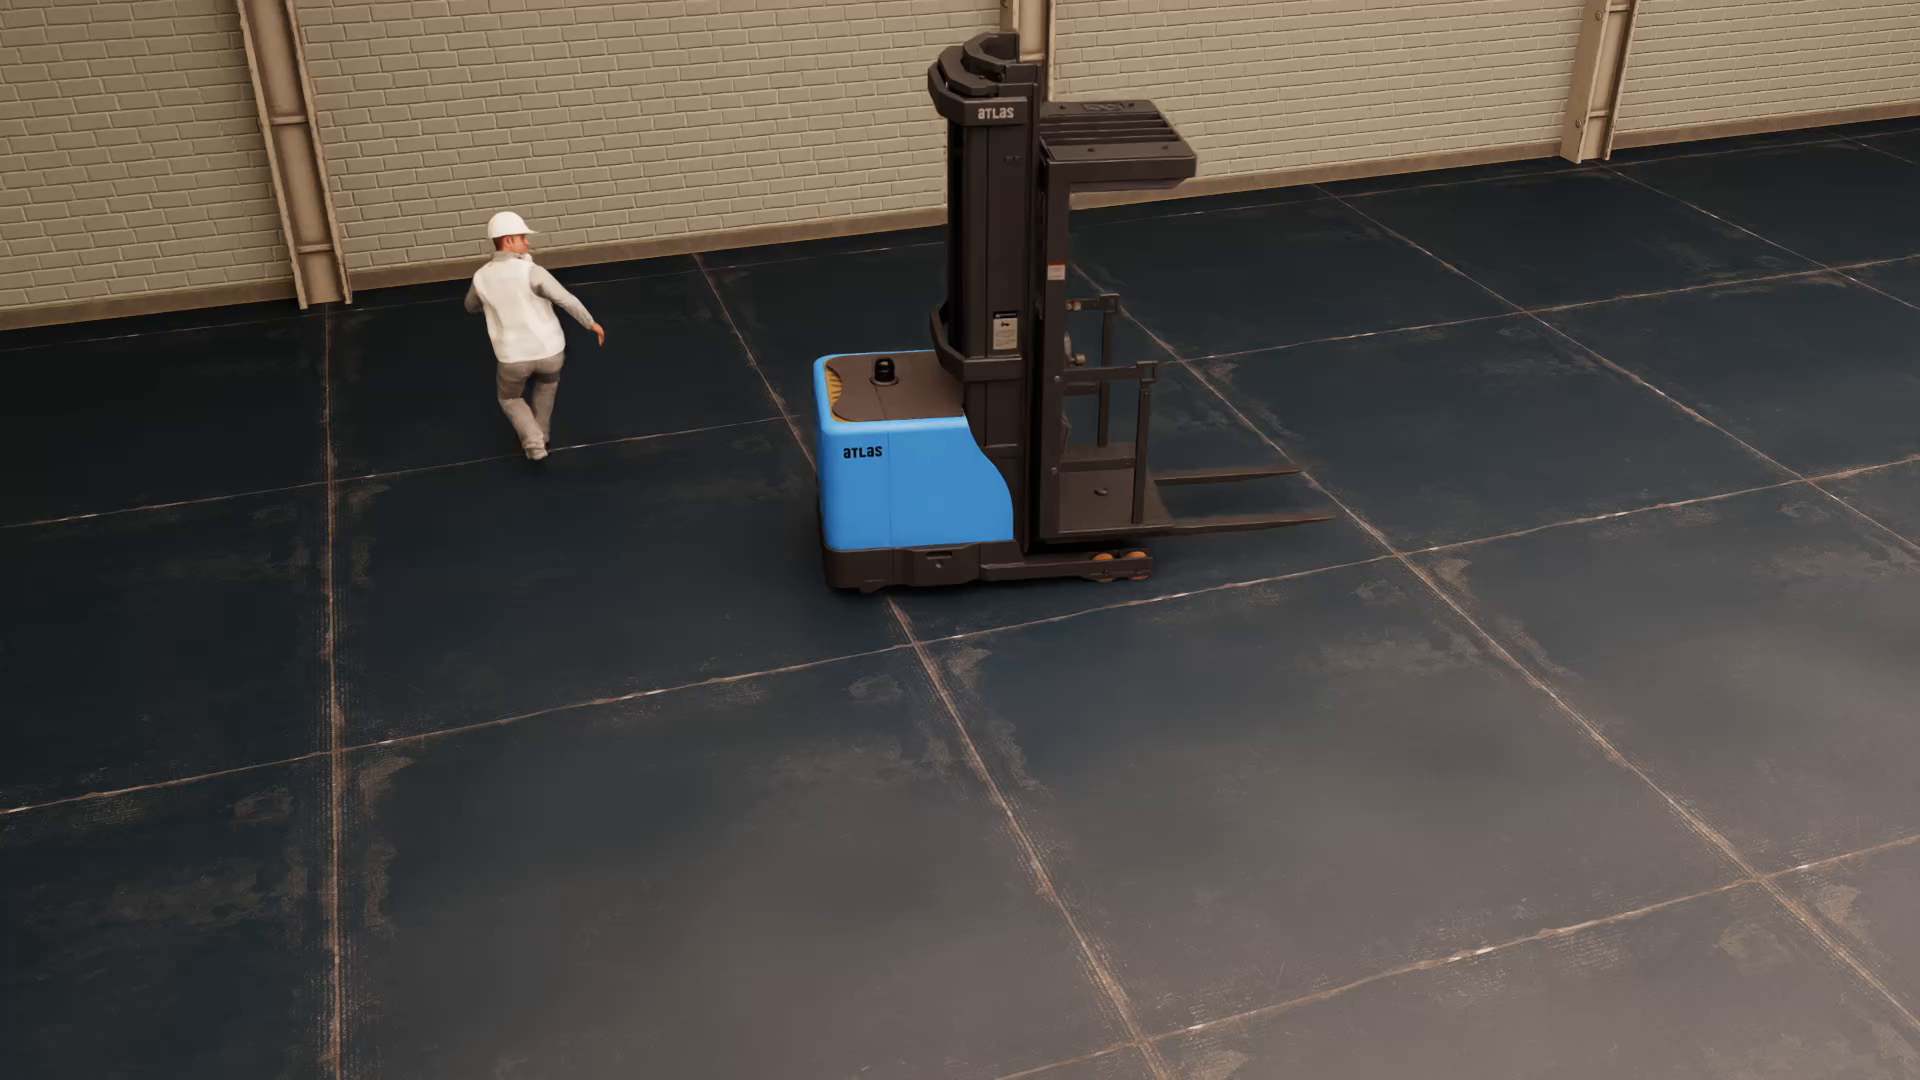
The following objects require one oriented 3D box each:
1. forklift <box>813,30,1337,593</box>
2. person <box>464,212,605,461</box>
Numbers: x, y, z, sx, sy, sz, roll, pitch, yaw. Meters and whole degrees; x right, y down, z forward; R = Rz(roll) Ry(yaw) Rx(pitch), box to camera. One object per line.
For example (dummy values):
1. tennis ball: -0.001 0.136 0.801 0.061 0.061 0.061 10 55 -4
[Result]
1. forklift: 0.683 -1.283 9.317 3.031 2.935 1.130 -4 30 -6
2. person: -2.717 -1.317 10.677 0.857 1.642 0.815 -5 30 -8
